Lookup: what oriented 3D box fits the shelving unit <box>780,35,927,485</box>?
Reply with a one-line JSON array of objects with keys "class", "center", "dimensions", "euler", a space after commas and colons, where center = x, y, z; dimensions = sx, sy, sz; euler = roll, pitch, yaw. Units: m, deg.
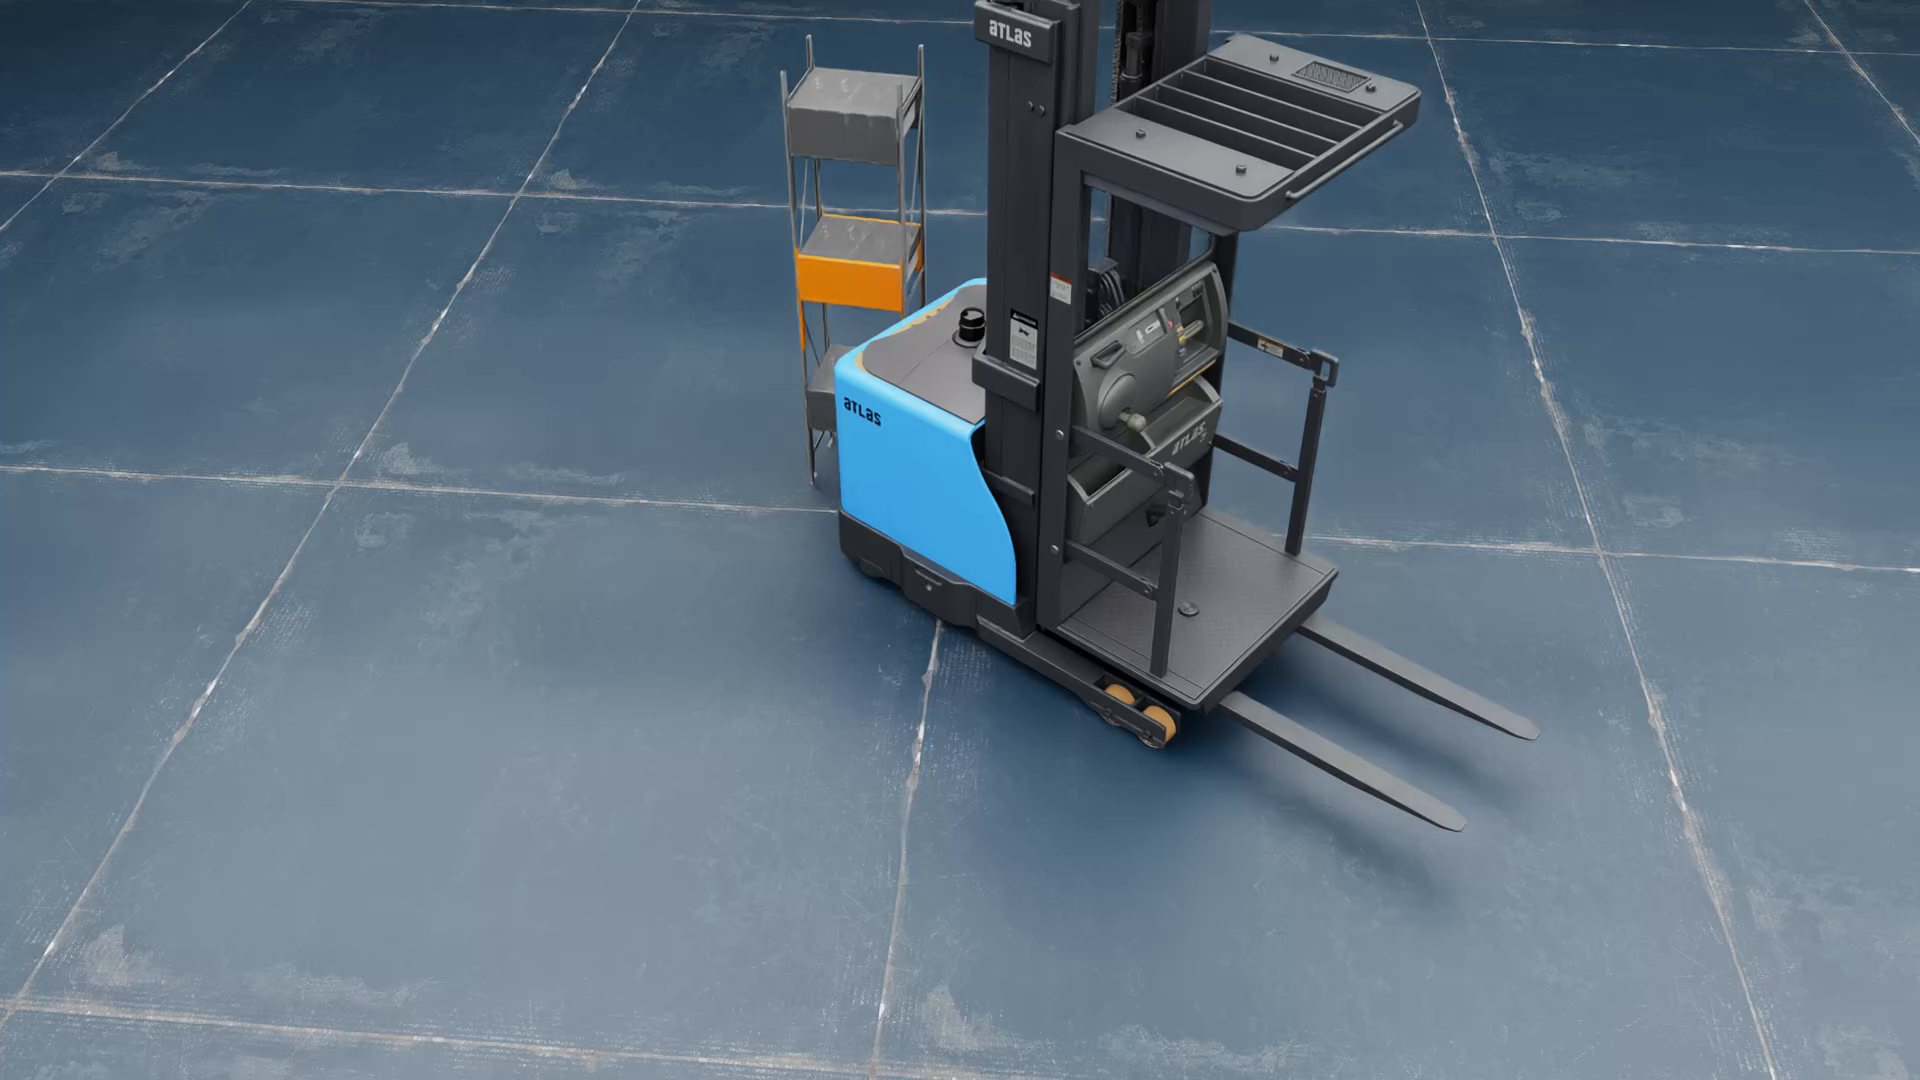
[{"class": "shelving unit", "center": [-0.442, -1.172, 7.526], "dimensions": [0.503, 2.100, 0.431], "euler": [8, 40, 10]}]

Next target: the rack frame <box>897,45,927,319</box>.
[{"class": "rack frame", "center": [-0.204, -1.139, 7.486], "dimensions": [0.015, 2.100, 0.400], "euler": [8, 40, 10]}]

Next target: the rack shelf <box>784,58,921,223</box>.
[{"class": "rack shelf", "center": [-0.442, -1.704, 7.093], "dimensions": [0.480, 0.518, 0.431], "euler": [8, 40, 10]}]

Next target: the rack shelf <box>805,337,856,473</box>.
[{"class": "rack shelf", "center": [-0.442, -0.618, 7.977], "dimensions": [0.480, 0.518, 0.431], "euler": [8, 40, 10]}]

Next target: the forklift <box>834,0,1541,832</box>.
[{"class": "forklift", "center": [0.899, -0.678, 6.261], "dimensions": [3.031, 2.935, 1.130], "euler": [28, 47, 30]}]

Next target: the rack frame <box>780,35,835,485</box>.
[{"class": "rack frame", "center": [-0.680, -1.205, 7.567], "dimensions": [0.015, 2.100, 0.400], "euler": [8, 40, 10]}]

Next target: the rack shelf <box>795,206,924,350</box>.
[{"class": "rack shelf", "center": [-0.442, -1.161, 7.535], "dimensions": [0.480, 0.518, 0.431], "euler": [8, 40, 10]}]
